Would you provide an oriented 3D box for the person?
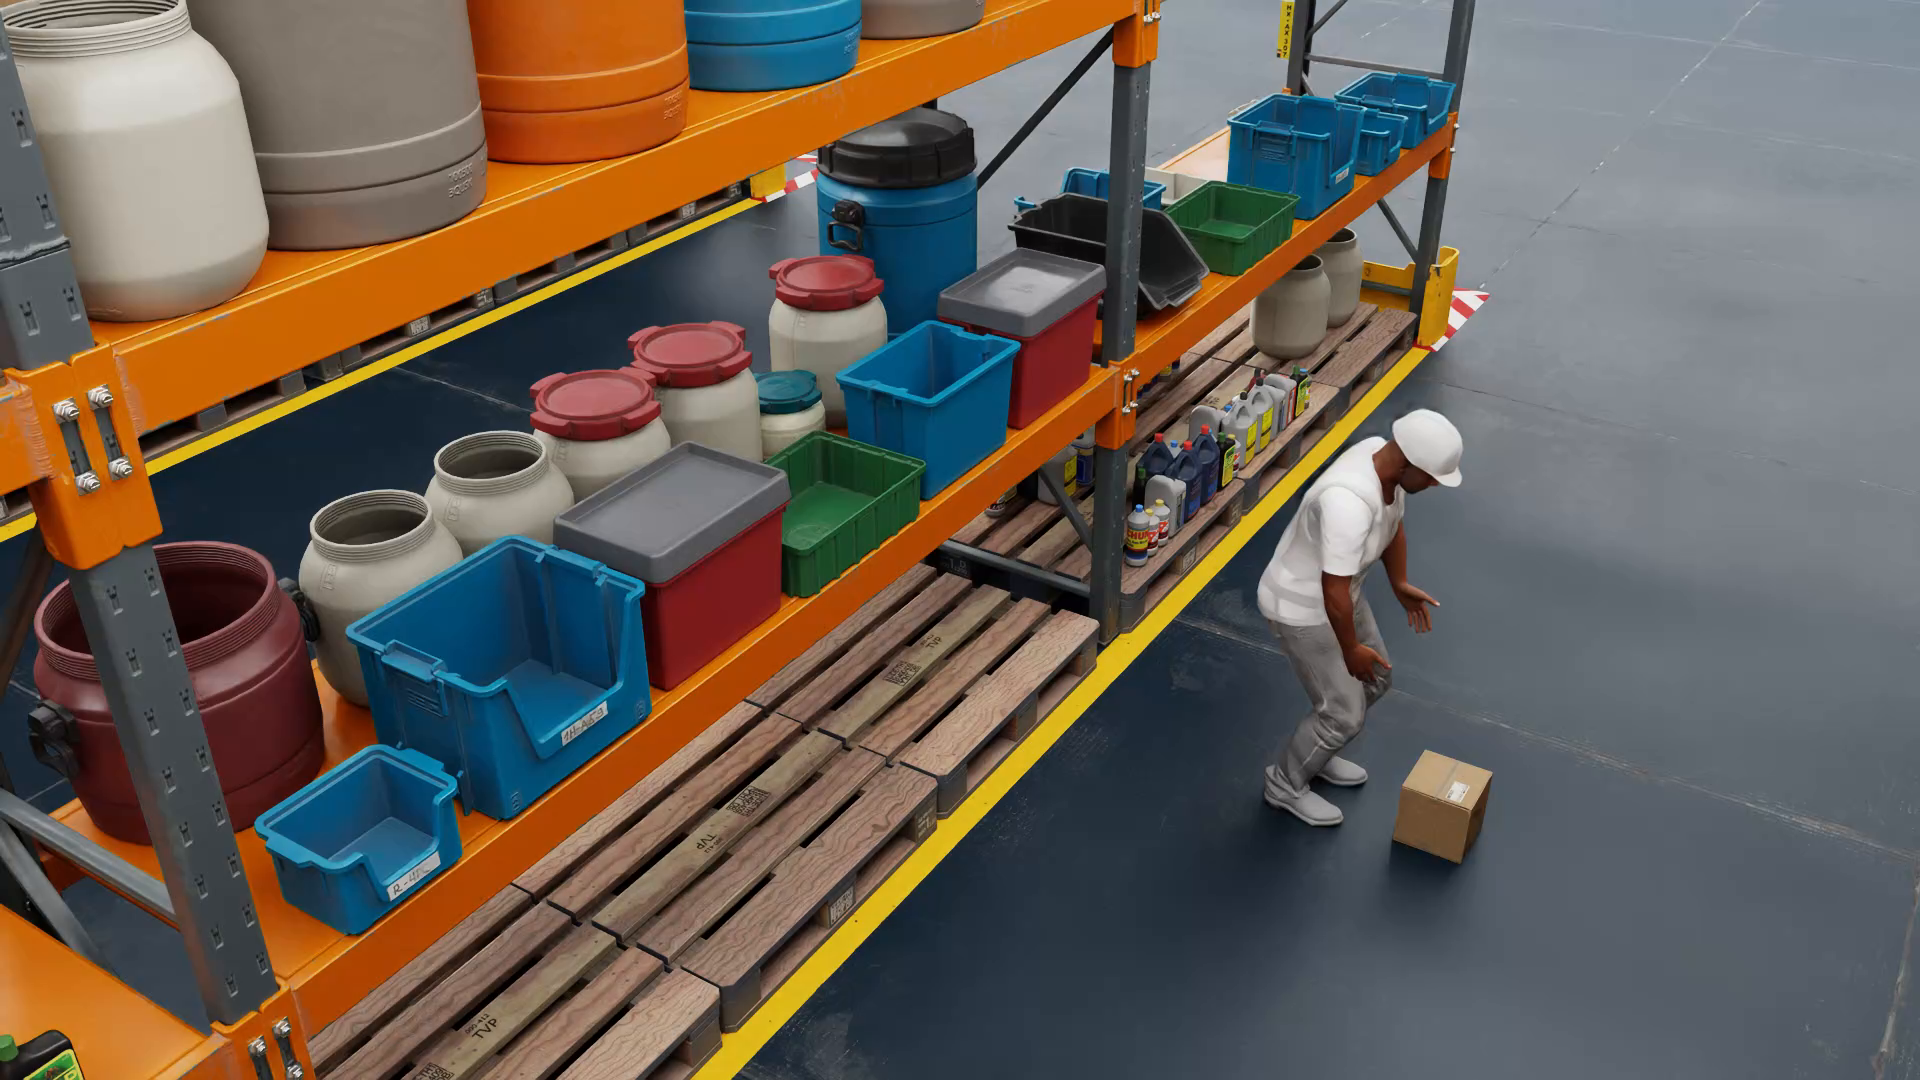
[{"bbox_3d":[1.375,0.238,5.857,0.599,1.610,0.616,18,35,28],"label":"person"}]
